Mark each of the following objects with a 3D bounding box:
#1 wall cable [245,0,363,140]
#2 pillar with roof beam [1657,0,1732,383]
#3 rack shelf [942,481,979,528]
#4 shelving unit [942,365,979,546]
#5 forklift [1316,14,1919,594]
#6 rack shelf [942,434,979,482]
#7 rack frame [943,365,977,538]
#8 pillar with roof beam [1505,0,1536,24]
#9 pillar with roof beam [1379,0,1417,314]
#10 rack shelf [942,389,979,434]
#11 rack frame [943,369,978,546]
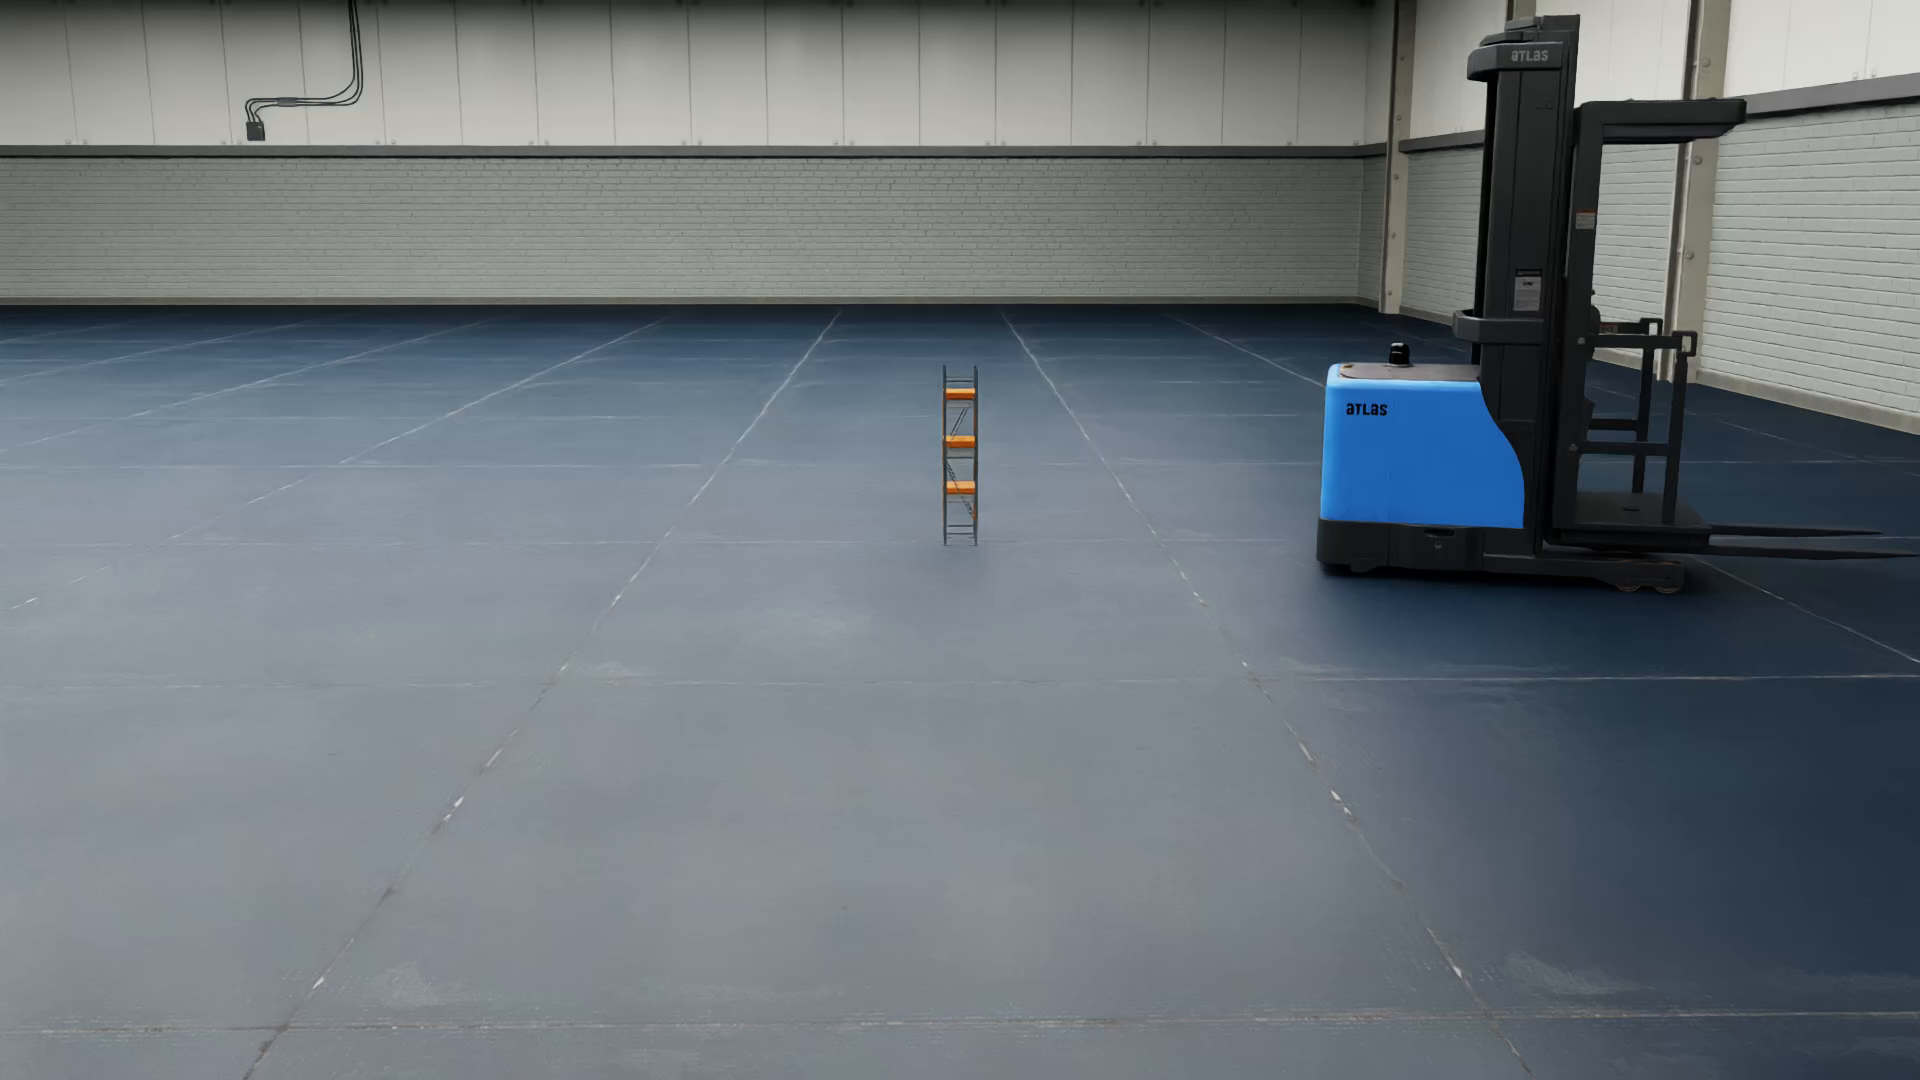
[{"bbox_3d":[-12.788,-10.776,31.987,2.305,6.003,0.169,0,11,-1],"label":"wall cable"},{"bbox_3d":[3.897,-6.208,18.028,9.100,9.000,0.400,0,11,-1],"label":"pillar with roof beam"},{"bbox_3d":[0.001,-0.221,9.960,0.215,0.259,0.240,0,11,-1],"label":"rack shelf"},{"bbox_3d":[0.001,-0.504,9.902,0.215,1.050,0.252,0,11,-1],"label":"shelving unit"},{"bbox_3d":[3.536,-1.273,8.961,3.031,2.935,1.130,3,12,13],"label":"forklift"},{"bbox_3d":[0.001,-0.494,9.904,0.215,0.259,0.240,0,11,-1],"label":"rack shelf"},{"bbox_3d":[-0.001,-0.528,10.022,0.200,1.050,0.008,0,11,-1],"label":"rack frame"},{"bbox_3d":[3.773,-7.401,23.907,9.100,9.000,0.400,0,11,-1],"label":"pillar with roof beam"},{"bbox_3d":[3.649,-8.594,29.786,9.100,9.000,0.400,0,11,-1],"label":"pillar with roof beam"},{"bbox_3d":[0.001,-0.772,9.848,0.215,0.259,0.240,0,11,-1],"label":"rack shelf"},{"bbox_3d":[0.004,-0.480,9.783,0.200,1.050,0.008,0,11,-1],"label":"rack frame"}]
